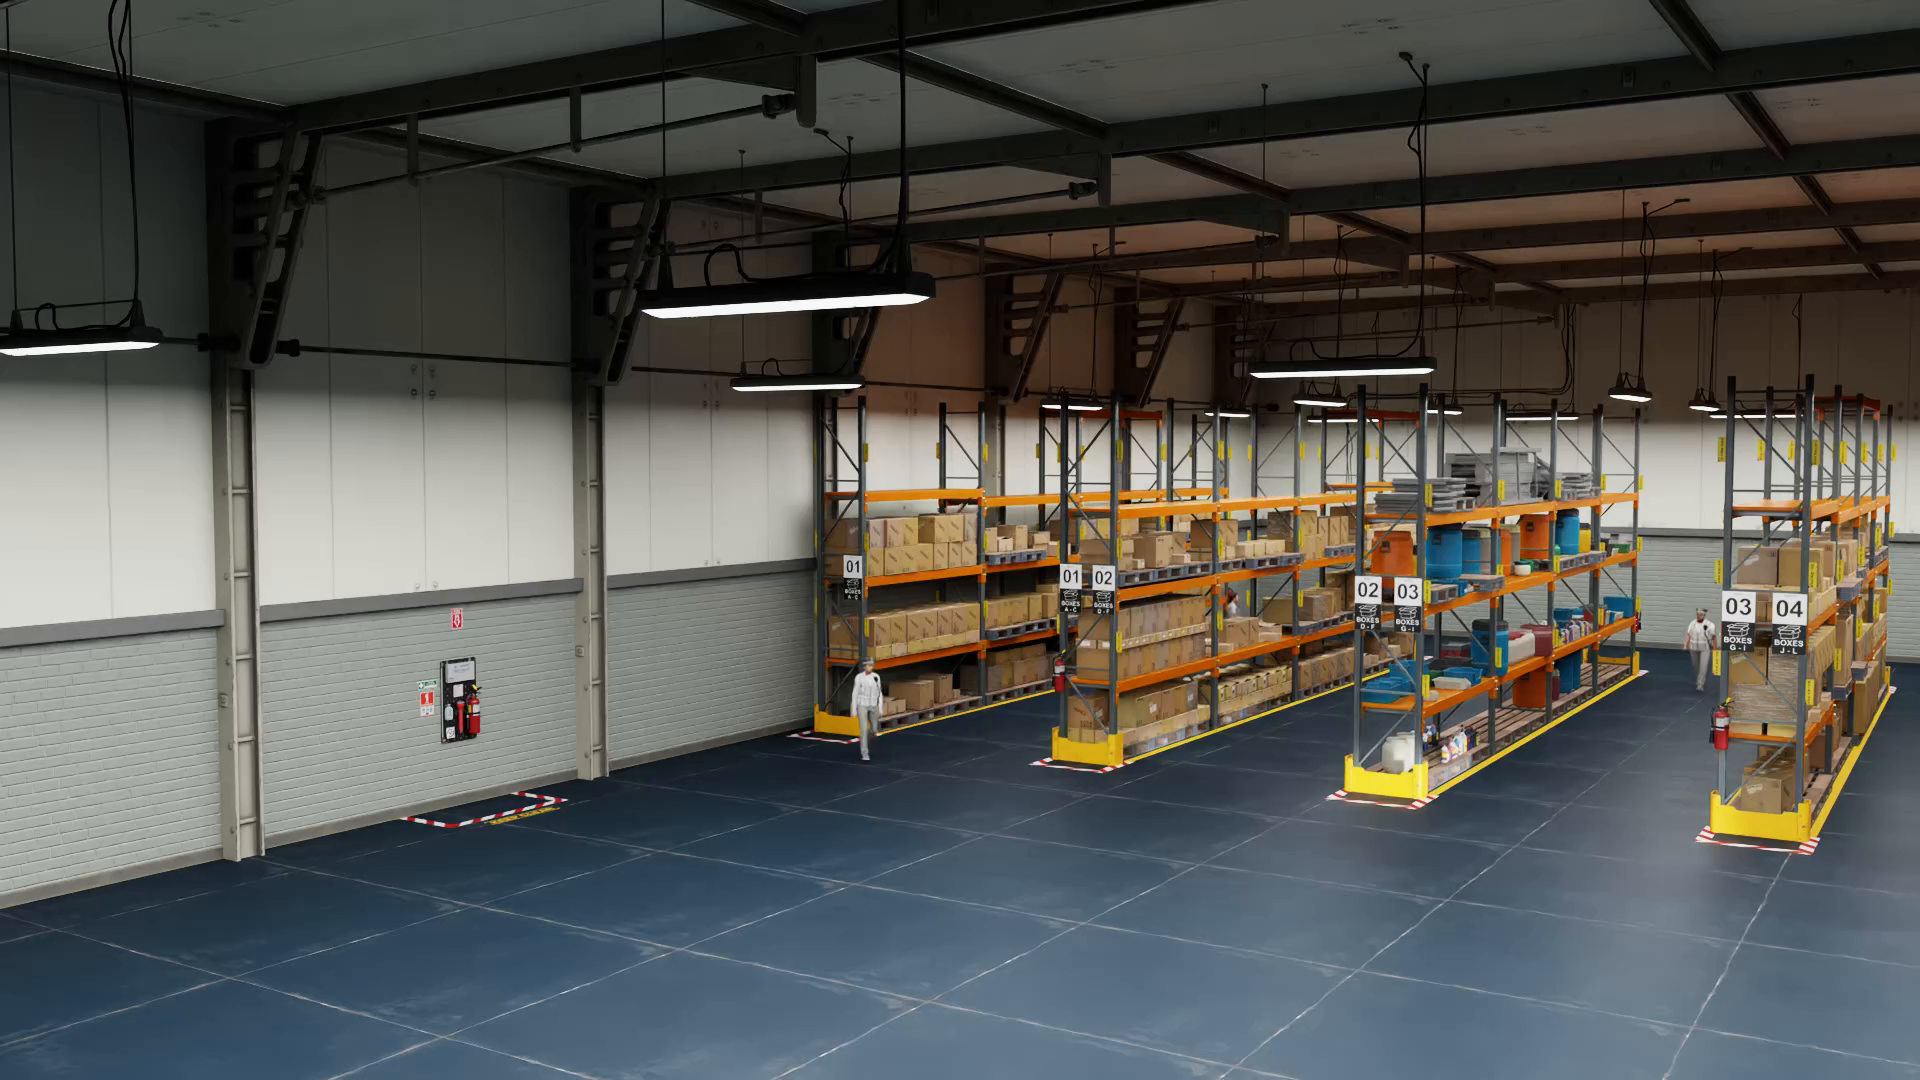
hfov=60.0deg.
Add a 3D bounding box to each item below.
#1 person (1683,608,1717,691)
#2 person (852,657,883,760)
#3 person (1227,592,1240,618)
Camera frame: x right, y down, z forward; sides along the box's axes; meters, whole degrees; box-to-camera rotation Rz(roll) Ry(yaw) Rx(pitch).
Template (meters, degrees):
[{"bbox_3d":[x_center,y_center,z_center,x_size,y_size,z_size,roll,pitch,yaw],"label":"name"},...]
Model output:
[{"bbox_3d":[15.639,2.280,35.153,0.622,1.697,1.071,2,4,35],"label":"person"},{"bbox_3d":[-1.531,2.736,27.284,0.512,1.662,0.677,-2,3,-27],"label":"person"},{"bbox_3d":[6.512,2.084,39.856,0.496,1.666,0.615,0,3,-7],"label":"person"}]
